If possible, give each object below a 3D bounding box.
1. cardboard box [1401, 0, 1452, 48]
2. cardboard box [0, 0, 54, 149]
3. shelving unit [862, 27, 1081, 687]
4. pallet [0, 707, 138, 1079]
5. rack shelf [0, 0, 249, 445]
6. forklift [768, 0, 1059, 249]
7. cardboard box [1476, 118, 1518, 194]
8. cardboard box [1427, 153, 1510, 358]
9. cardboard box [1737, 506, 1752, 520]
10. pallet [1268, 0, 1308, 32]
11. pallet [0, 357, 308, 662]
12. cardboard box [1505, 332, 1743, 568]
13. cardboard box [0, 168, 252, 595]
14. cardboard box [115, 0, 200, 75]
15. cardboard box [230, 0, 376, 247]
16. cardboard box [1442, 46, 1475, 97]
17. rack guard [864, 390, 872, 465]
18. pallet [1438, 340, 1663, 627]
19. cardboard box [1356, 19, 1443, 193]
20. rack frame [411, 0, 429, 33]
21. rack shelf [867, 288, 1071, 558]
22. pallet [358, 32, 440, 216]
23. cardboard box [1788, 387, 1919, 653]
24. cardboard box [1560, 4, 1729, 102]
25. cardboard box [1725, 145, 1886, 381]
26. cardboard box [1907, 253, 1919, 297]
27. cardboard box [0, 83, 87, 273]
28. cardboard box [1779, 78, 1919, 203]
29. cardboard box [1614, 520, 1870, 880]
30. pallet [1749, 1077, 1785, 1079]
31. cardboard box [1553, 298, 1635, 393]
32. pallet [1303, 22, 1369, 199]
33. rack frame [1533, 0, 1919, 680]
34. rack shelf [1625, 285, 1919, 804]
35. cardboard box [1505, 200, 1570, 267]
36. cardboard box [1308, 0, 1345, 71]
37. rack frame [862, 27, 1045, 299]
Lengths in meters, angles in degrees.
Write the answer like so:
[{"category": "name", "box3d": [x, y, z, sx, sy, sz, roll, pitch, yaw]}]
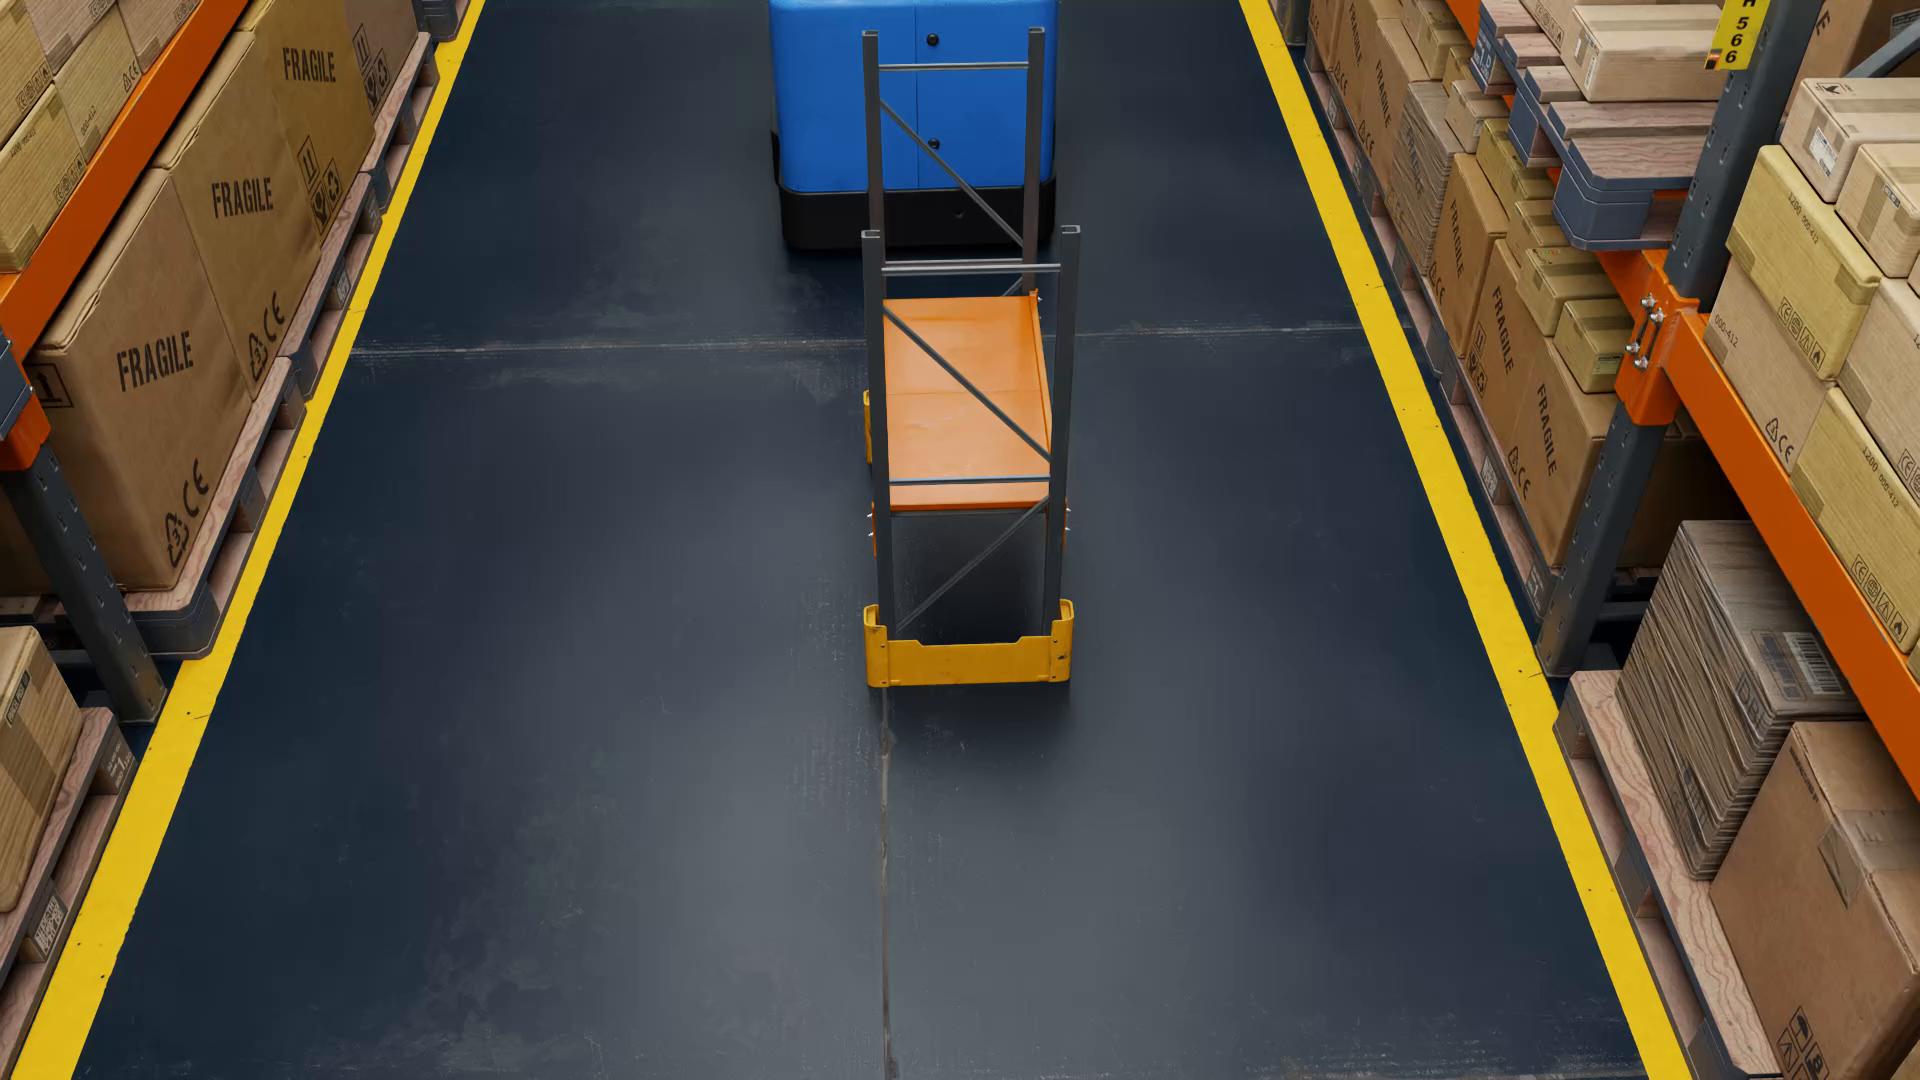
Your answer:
[{"category": "cardboard box", "box3d": [1.881, -1.968, 6.236, 0.380, 0.149, 0.250, -2, 43, -2]}, {"category": "cardboard box", "box3d": [-2.542, -1.090, 3.961, 0.500, 0.250, 0.500, -2, 43, -2]}, {"category": "shelving unit", "box3d": [0.003, -0.501, 4.687, 0.587, 1.500, 1.083, -2, 43, -2]}, {"category": "pallet", "box3d": [-2.736, 0.943, 4.065, 1.003, 0.211, 1.213, -2, 43, -2]}, {"category": "rack shelf", "box3d": [-2.852, -1.697, 5.414, 1.077, 0.370, 4.000, -2, 43, -2]}, {"category": "forklift", "box3d": [-0.245, -3.176, 6.546, 1.130, 2.935, 3.031, -2, 43, -3]}, {"category": "cardboard box", "box3d": [1.931, -1.266, 5.470, 0.380, 0.149, 0.250, -2, 43, -2]}, {"category": "cardboard box", "box3d": [1.923, -0.961, 5.618, 0.500, 0.500, 0.500, 0, 43, 0]}, {"category": "cardboard box", "box3d": [2.454, -0.283, 4.878, 0.500, 0.500, 0.500, 0, 43, 0]}, {"category": "pallet", "box3d": [1.993, -2.893, 8.250, 1.003, 0.211, 1.213, -2, 43, -2]}, {"category": "pallet", "box3d": [-2.726, -0.119, 5.223, 1.003, 0.211, 1.213, -2, 43, -2]}, {"category": "cardboard box", "box3d": [1.959, -0.270, 4.864, 0.500, 0.500, 0.500, -1, 43, -1]}, {"category": "cardboard box", "box3d": [-2.714, -0.452, 4.785, 0.875, 0.875, 0.875, -2, 43, -2]}, {"category": "cardboard box", "box3d": [-2.593, -1.595, 4.881, 0.500, 0.250, 0.500, 0, 43, 0]}, {"category": "cardboard box", "box3d": [-2.785, -1.658, 6.101, 0.875, 0.875, 0.875, -1, 43, -1]}, {"category": "cardboard box", "box3d": [1.930, -1.619, 5.856, 0.380, 0.149, 0.250, -1, 43, -2]}, {"category": "rack guard", "box3d": [-0.018, -0.377, 5.476, 0.587, 0.250, 0.087, -2, 43, -2]}, {"category": "pallet", "box3d": [2.198, -0.234, 5.349, 1.003, 0.211, 1.213, -2, 43, -2]}, {"category": "cardboard box", "box3d": [1.867, -1.662, 6.382, 0.500, 0.500, 0.500, -3, 43, -3]}, {"category": "rack frame", "box3d": [-2.937, -3.313, 6.644, 1.000, 3.000, 0.127, -2, 43, -2]}, {"category": "rack shelf", "box3d": [0.004, -0.363, 4.802, 0.538, 0.185, 1.000, -2, 43, -2]}, {"category": "pallet", "box3d": [-2.829, -1.766, 7.020, 1.003, 0.211, 1.213, -2, 43, -2]}, {"category": "cardboard box", "box3d": [1.983, -0.056, 3.202, 0.500, 0.250, 0.500, -2, 43, -3]}, {"category": "cardboard box", "box3d": [1.780, -1.252, 4.271, 0.380, 0.149, 0.250, -1, 43, -1]}, {"category": "cardboard box", "box3d": [1.941, -0.579, 3.403, 0.500, 0.250, 0.500, -2, 43, -2]}, {"category": "cardboard box", "box3d": [1.960, -0.457, 2.974, 0.380, 0.149, 0.250, -1, 43, -1]}, {"category": "cardboard box", "box3d": [-2.537, -0.895, 4.117, 0.500, 0.250, 0.500, -2, 43, -3]}, {"category": "cardboard box", "box3d": [1.911, -0.810, 3.359, 0.380, 0.149, 0.250, 0, 43, -1]}, {"category": "cardboard box", "box3d": [2.204, 0.385, 4.057, 0.875, 0.625, 0.625, 0, 43, 0]}, {"category": "pallet", "box3d": [2.236, 1.649, 3.294, 1.003, 0.211, 1.213, -2, 43, -2]}, {"category": "cardboard box", "box3d": [1.918, -0.556, 4.696, 0.380, 0.149, 0.250, -4, 43, -4]}, {"category": "pallet", "box3d": [2.094, -1.882, 7.147, 1.003, 0.211, 1.213, -2, 43, -2]}, {"category": "rack frame", "box3d": [2.192, -0.757, 3.856, 1.000, 3.000, 0.127, -2, 43, -2]}, {"category": "rack shelf", "box3d": [2.277, 0.858, 2.626, 1.077, 0.370, 4.000, -2, 43, -2]}, {"category": "cardboard box", "box3d": [1.908, -0.918, 5.091, 0.380, 0.149, 0.250, -3, 43, -3]}, {"category": "cardboard box", "box3d": [1.817, -2.358, 7.142, 0.500, 0.500, 0.500, 0, 43, 0]}, {"category": "rack frame", "box3d": [-0.018, -0.838, 5.055, 0.500, 1.500, 0.032, -2, 43, -2]}]
